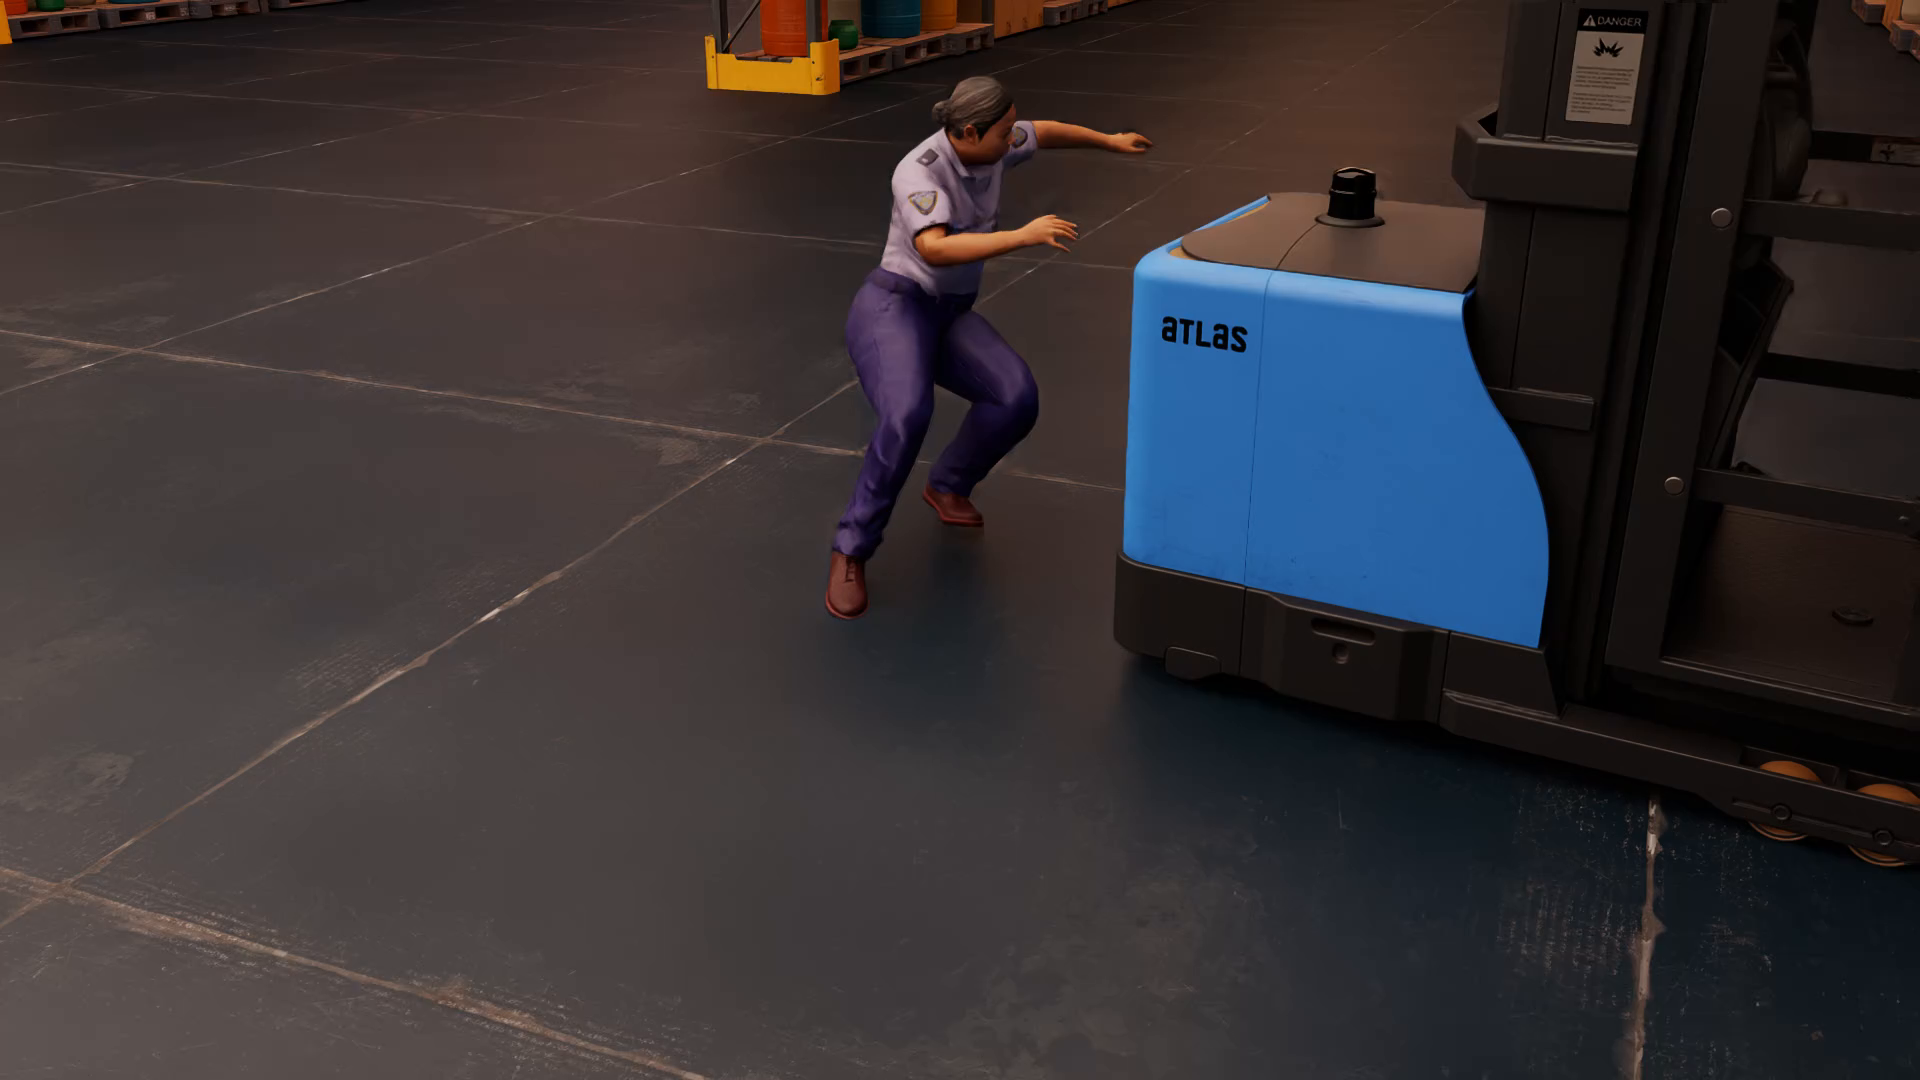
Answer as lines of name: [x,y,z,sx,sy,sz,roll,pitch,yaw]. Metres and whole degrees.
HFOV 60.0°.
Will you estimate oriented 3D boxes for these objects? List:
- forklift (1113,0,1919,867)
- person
forklift: [1.934,-0.907,3.462,3.031,2.935,1.130,12,26,27]
person: [0.061,-0.662,4.919,0.760,1.378,1.529,15,27,33]
